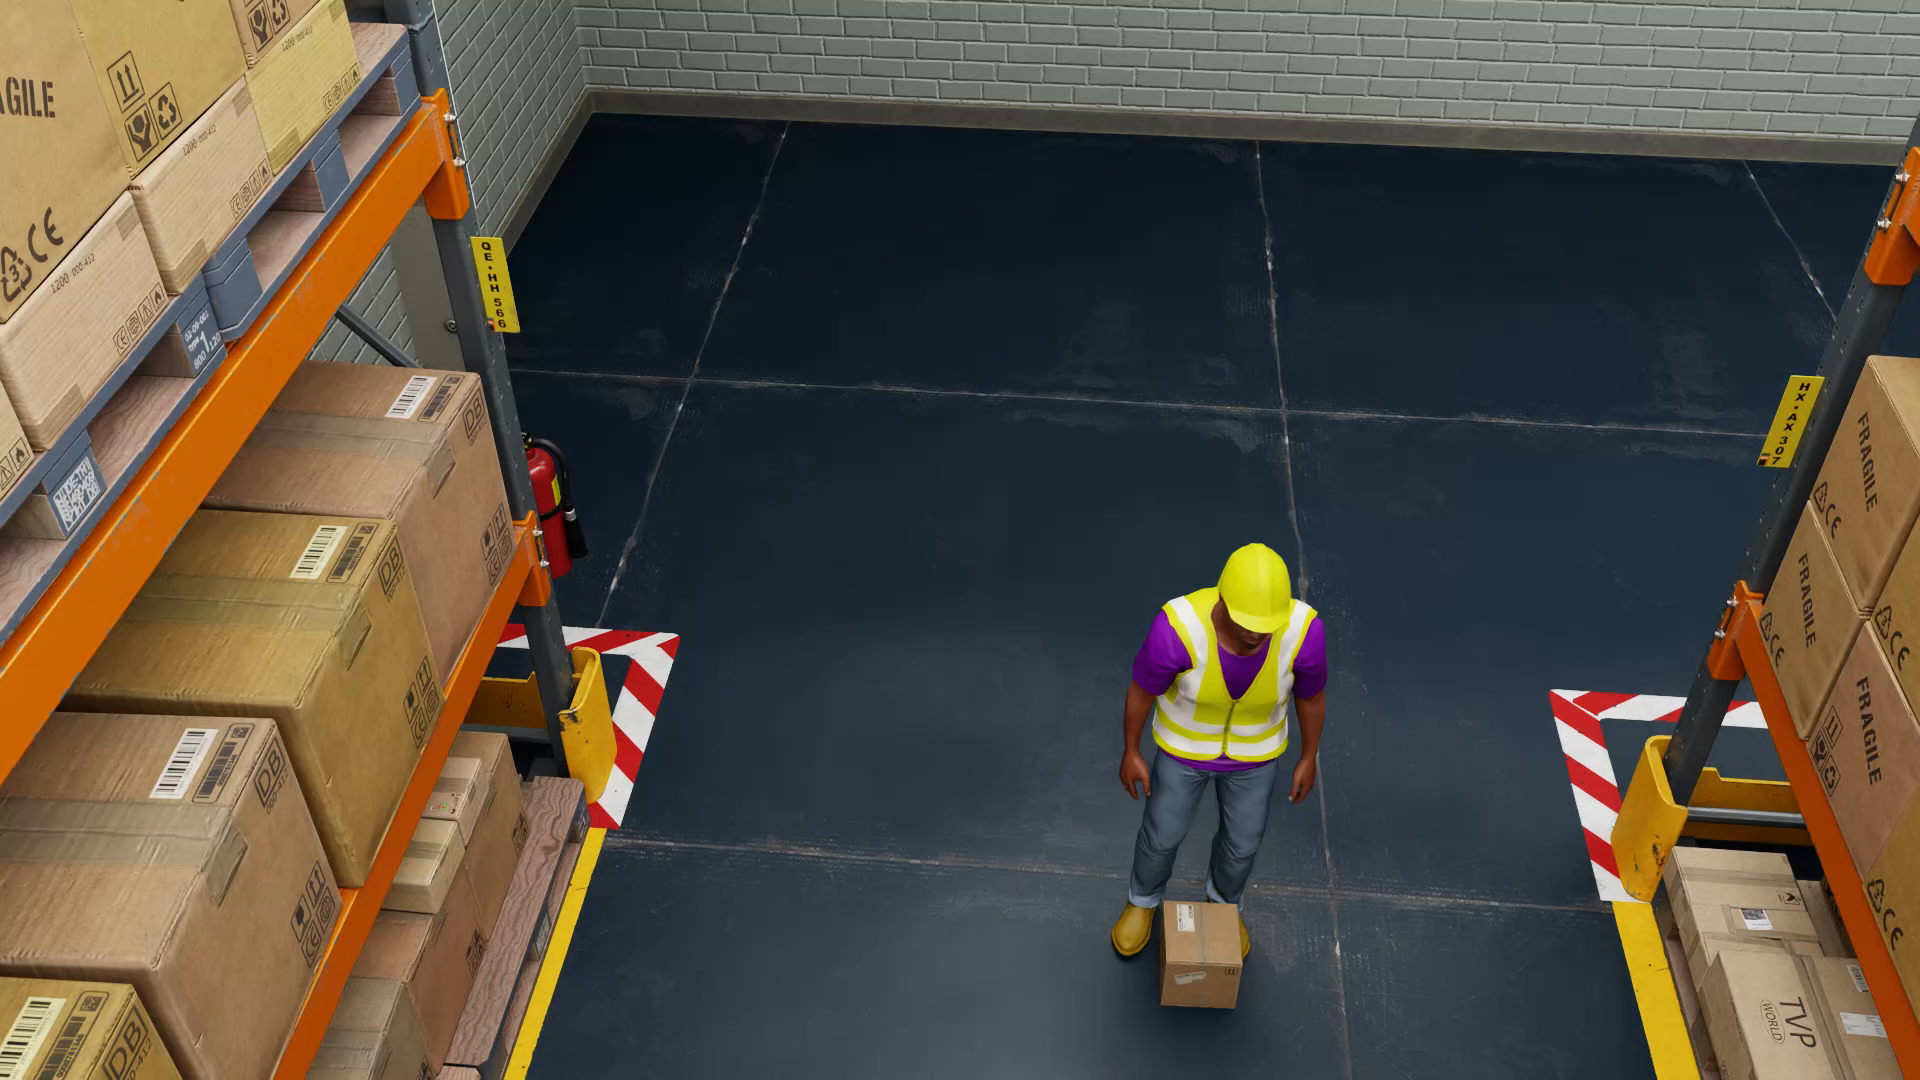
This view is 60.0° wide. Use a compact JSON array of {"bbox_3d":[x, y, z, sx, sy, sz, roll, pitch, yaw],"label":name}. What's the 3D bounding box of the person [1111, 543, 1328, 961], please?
[{"bbox_3d":[0.831,0.682,5.324,0.636,1.761,0.454,1,40,2],"label":"person"}]
